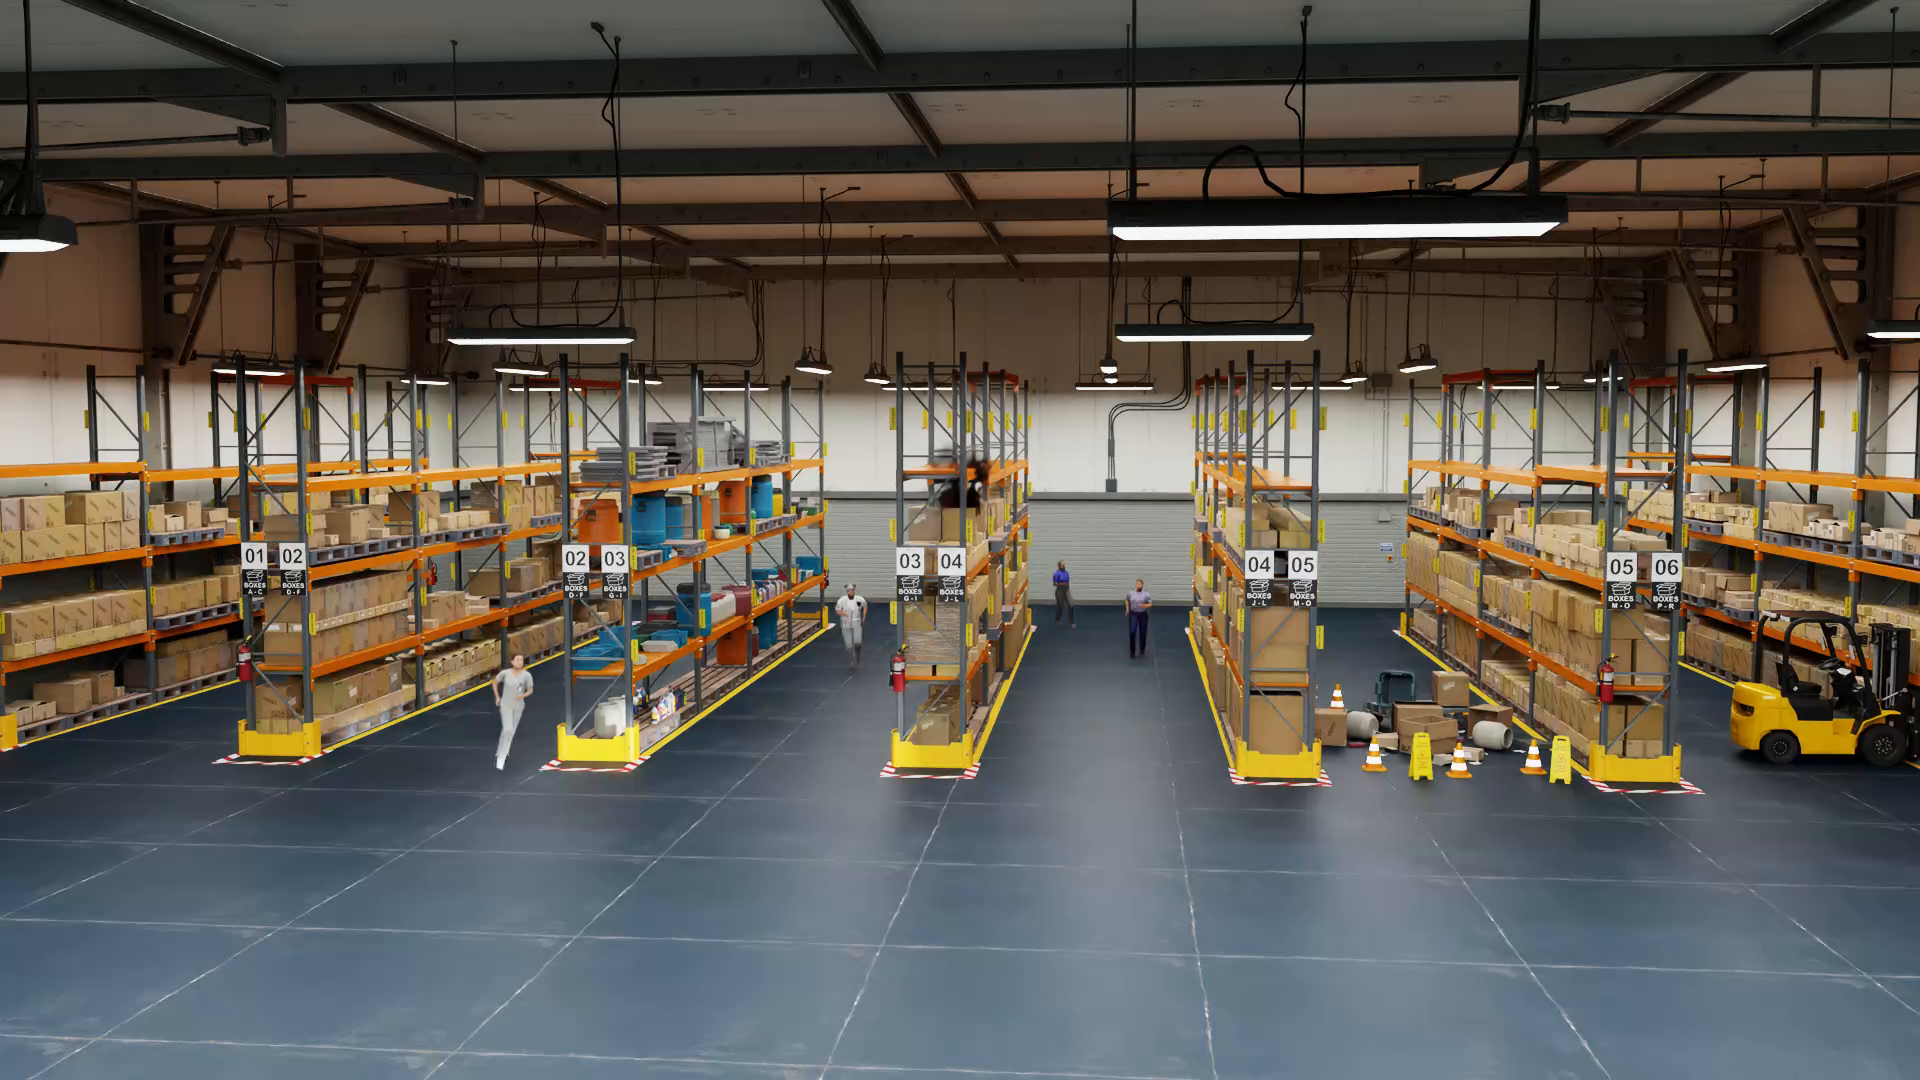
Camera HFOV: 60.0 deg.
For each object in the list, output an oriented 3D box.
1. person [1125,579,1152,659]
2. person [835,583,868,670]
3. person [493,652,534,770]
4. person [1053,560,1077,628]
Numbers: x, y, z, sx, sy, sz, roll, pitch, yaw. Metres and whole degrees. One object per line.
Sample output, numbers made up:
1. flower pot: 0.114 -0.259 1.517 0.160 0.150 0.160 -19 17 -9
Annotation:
1. person: 3.791 1.680 35.296 0.577 1.705 0.724 1 4 8
2. person: -2.192 1.744 33.571 0.650 1.777 0.740 0 4 -2
3. person: -6.509 2.469 24.223 0.566 1.687 0.659 -2 5 -27
4. person: 2.475 1.337 40.505 0.567 1.704 0.754 -2 5 -28
